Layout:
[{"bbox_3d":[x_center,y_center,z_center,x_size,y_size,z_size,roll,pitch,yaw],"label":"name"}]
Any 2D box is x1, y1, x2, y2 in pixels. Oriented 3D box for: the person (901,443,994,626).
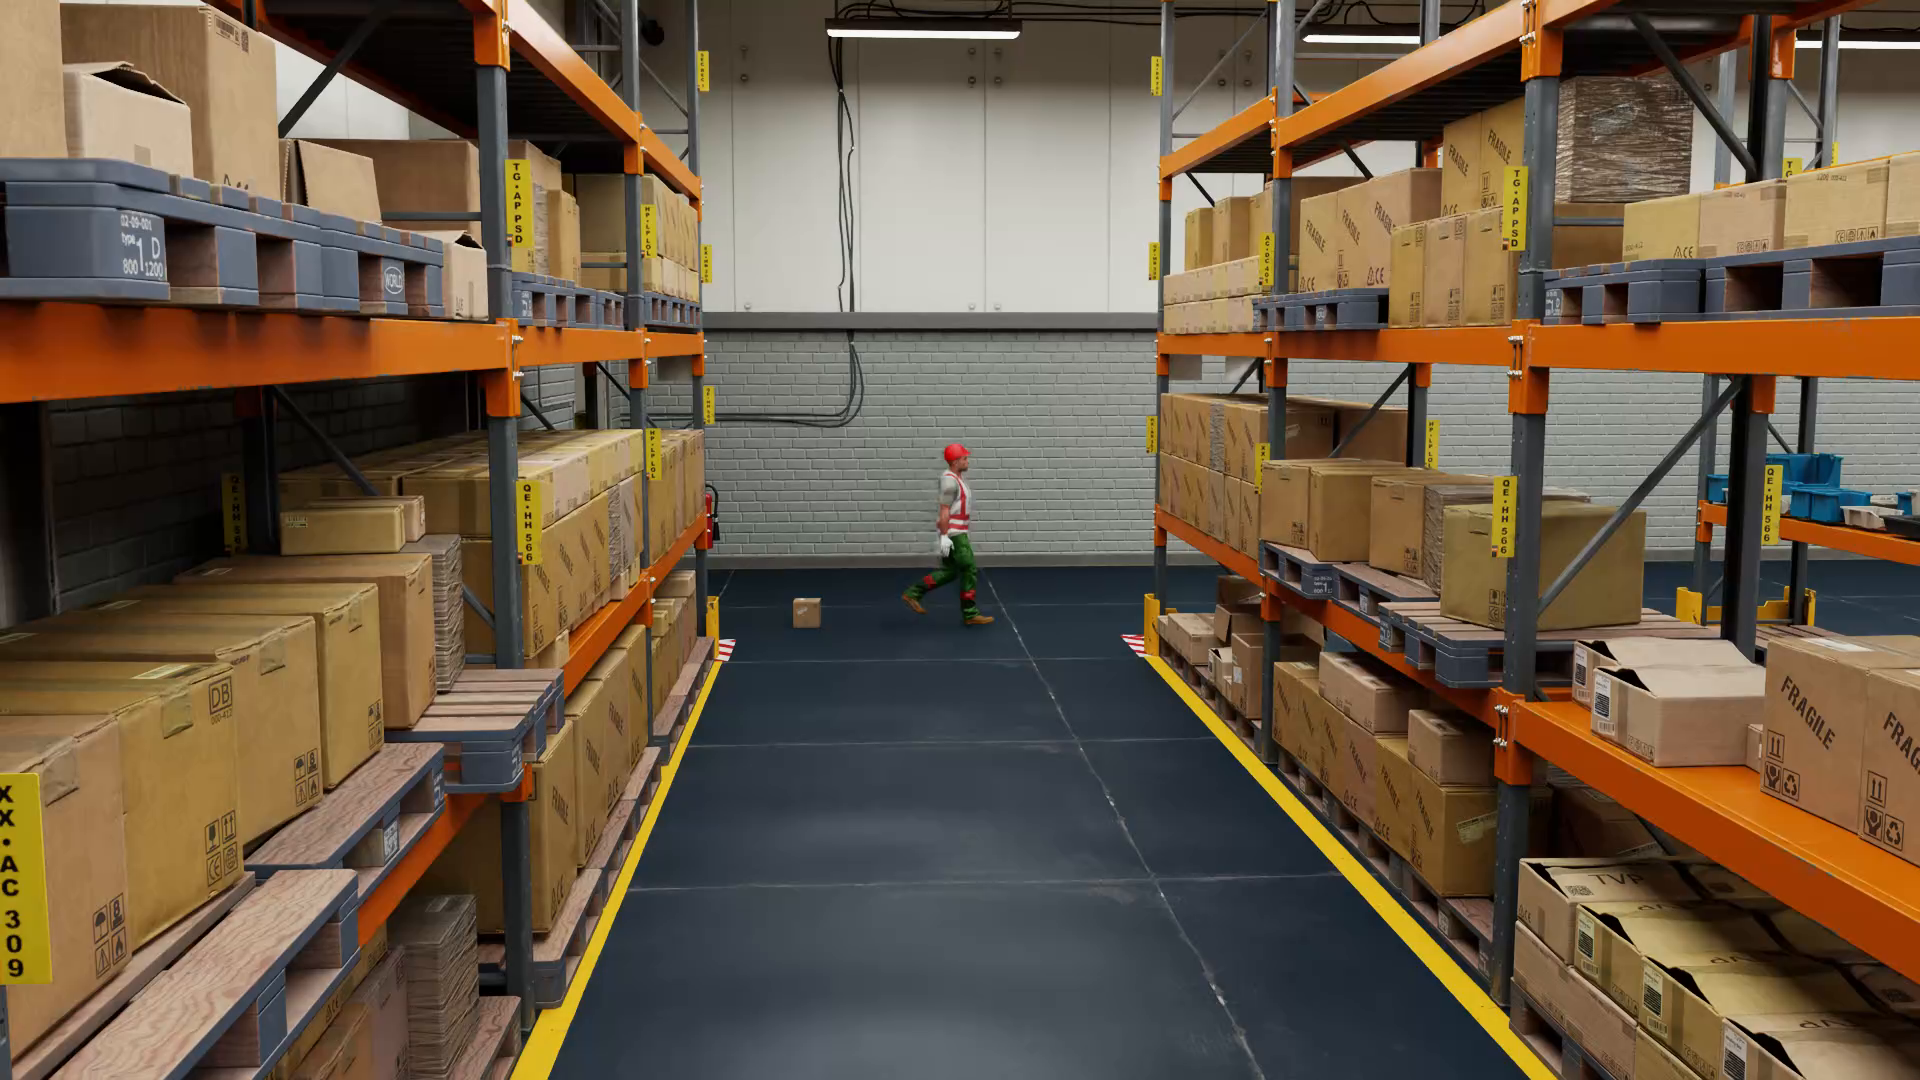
[{"bbox_3d":[-0.123,-0.057,16.087,0.926,1.763,0.566,1,7,4],"label":"person"}]
